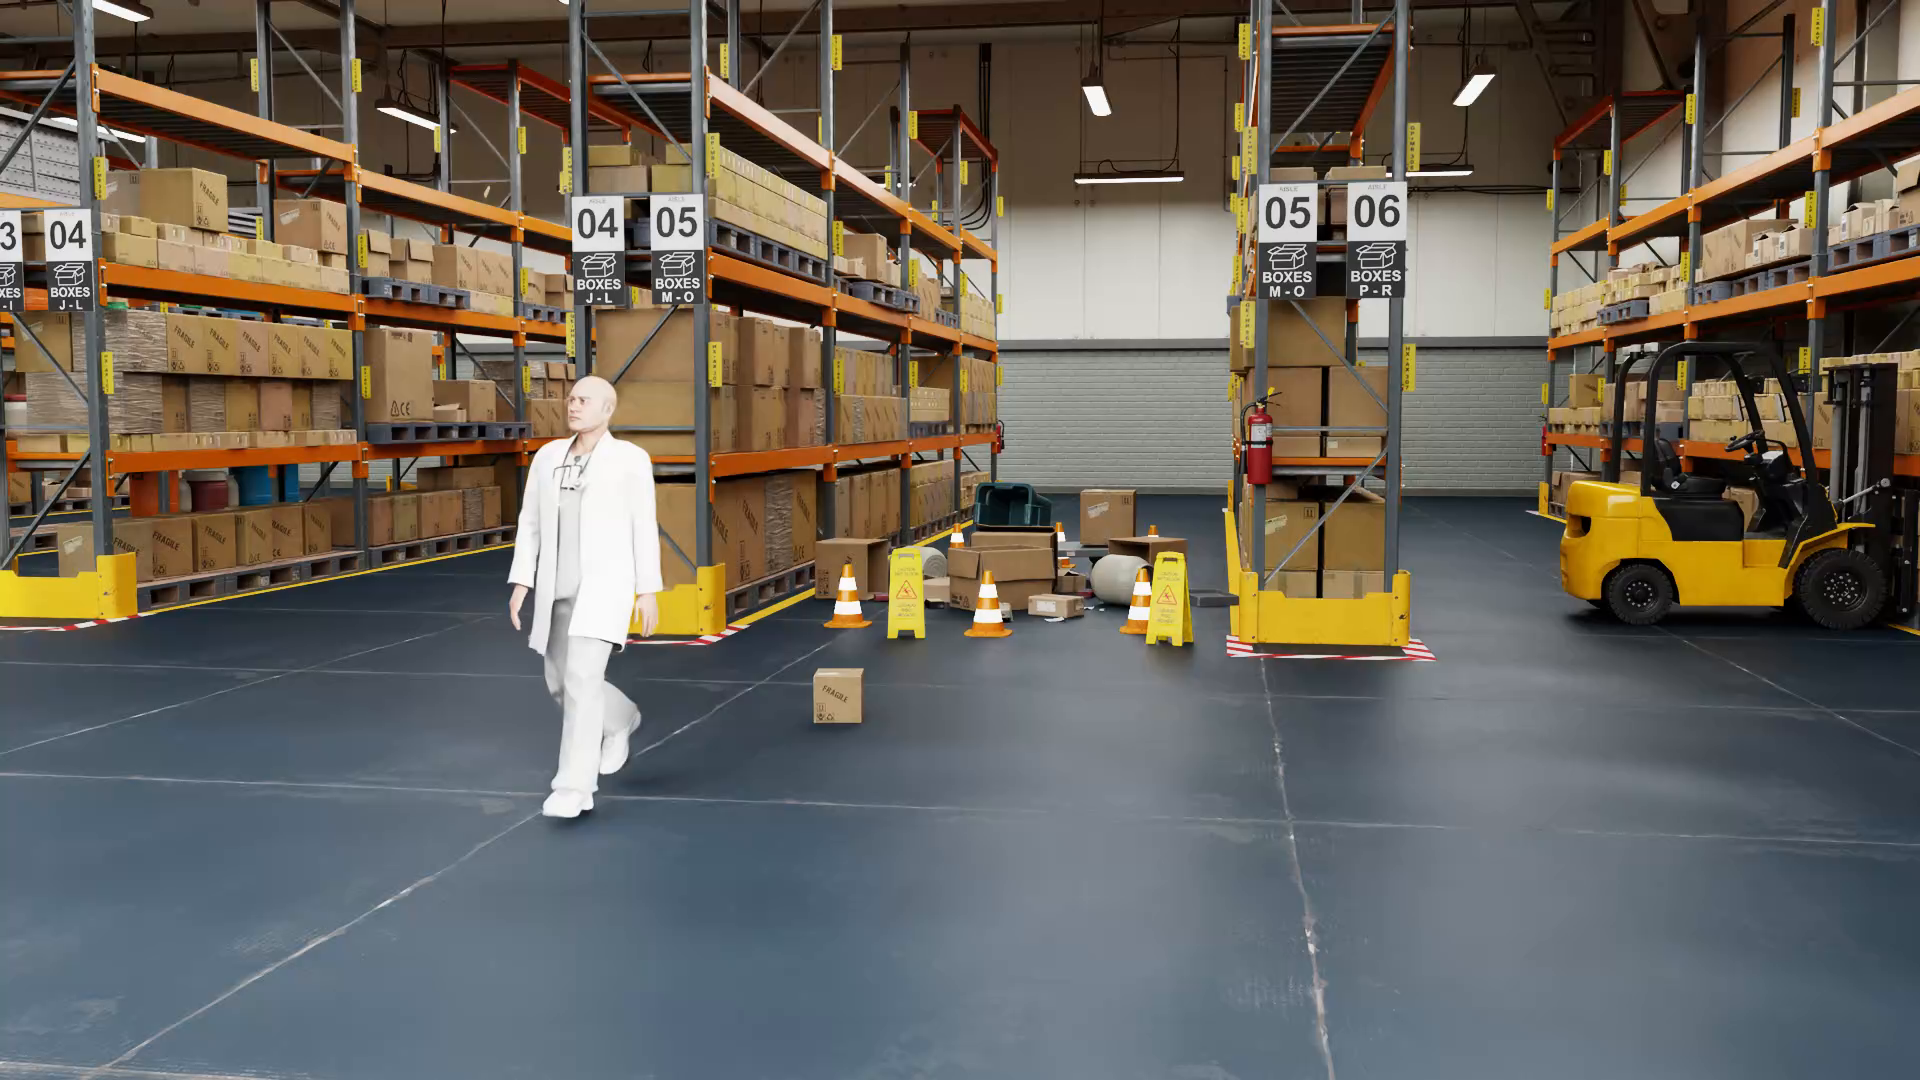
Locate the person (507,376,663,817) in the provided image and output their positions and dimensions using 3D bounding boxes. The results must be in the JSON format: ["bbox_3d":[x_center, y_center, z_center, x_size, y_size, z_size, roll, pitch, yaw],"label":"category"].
[{"bbox_3d":[-1.541,0.200,6.870,0.612,1.746,0.985,1,5,18],"label":"person"}]
